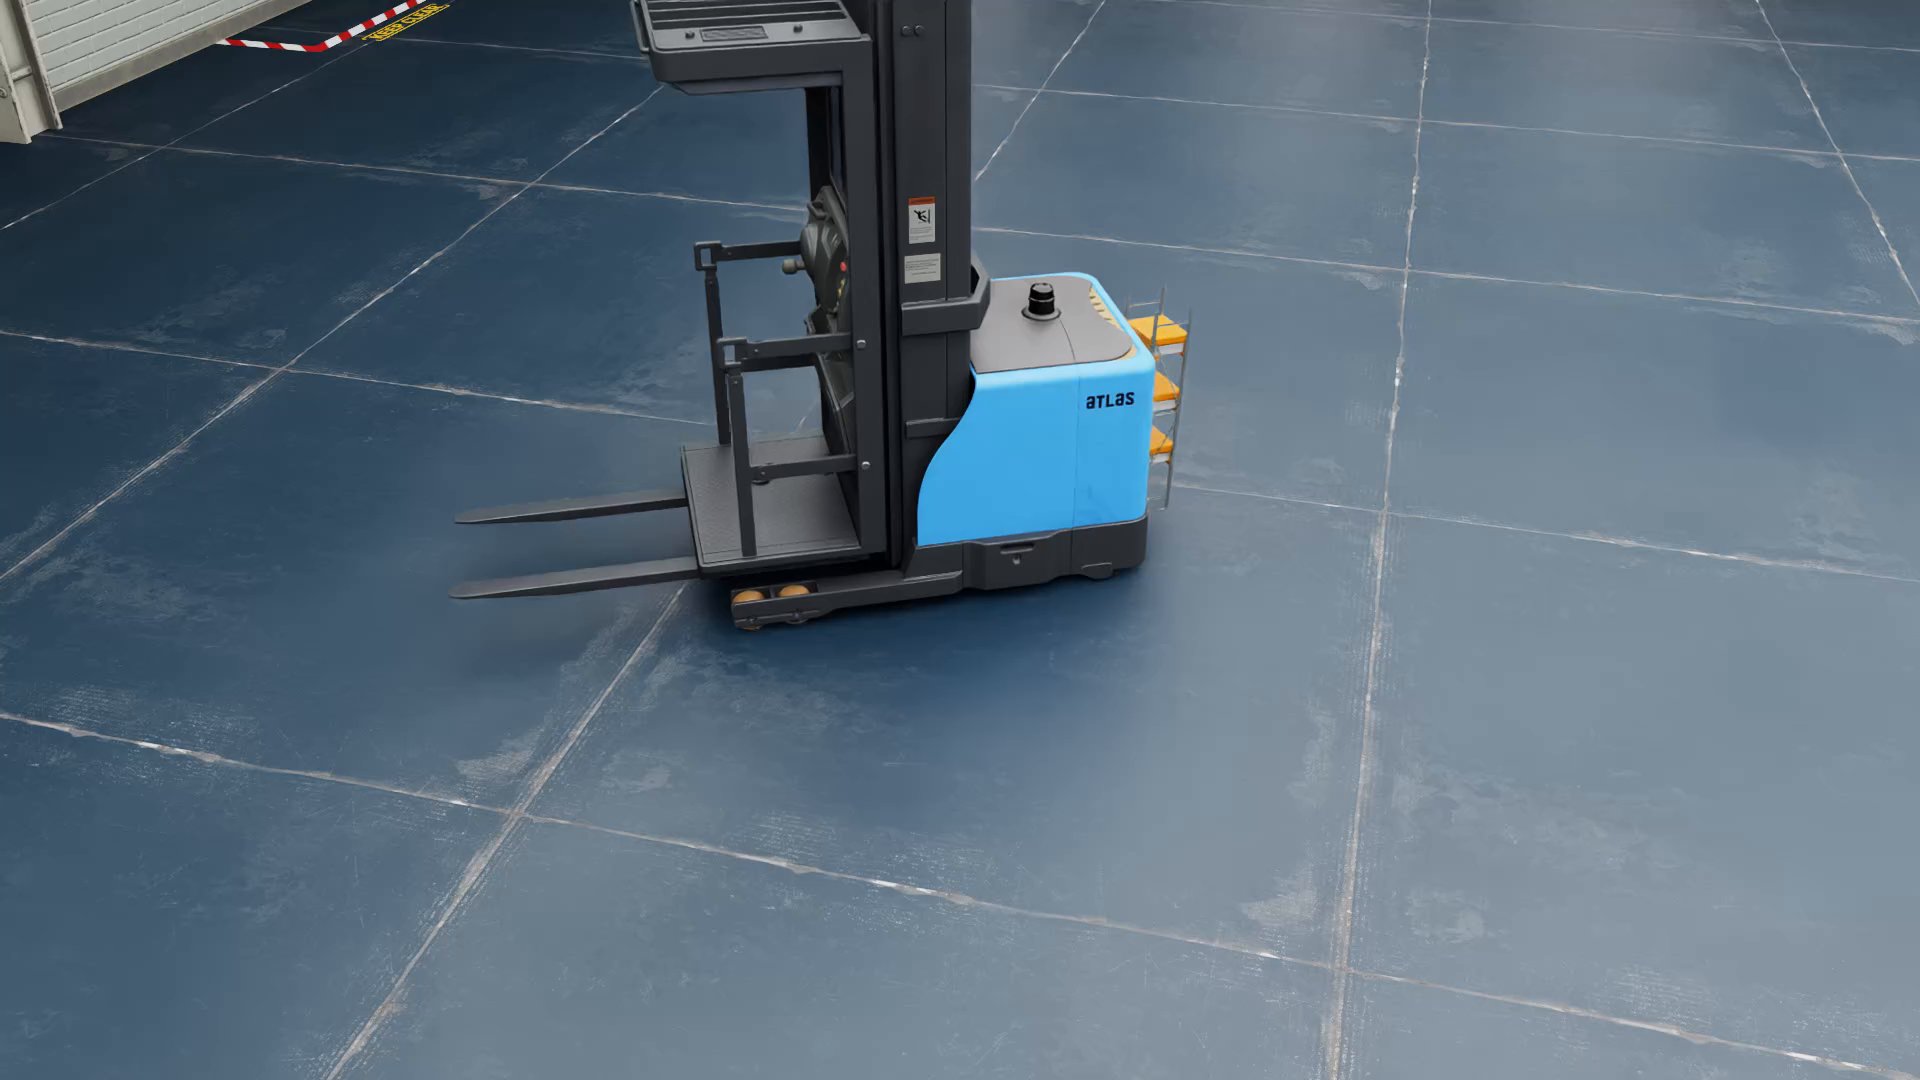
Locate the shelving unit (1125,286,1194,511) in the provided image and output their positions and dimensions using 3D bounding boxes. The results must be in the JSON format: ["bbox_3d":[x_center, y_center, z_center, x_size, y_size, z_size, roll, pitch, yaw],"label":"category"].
[{"bbox_3d":[0.879,-0.639,7.767,0.215,1.050,0.252,-11,34,-23],"label":"shelving unit"}]

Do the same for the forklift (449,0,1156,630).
[{"bbox_3d":[-0.734,-1.163,6.847,3.031,2.935,1.130,-7,33,-11],"label":"forklift"}]

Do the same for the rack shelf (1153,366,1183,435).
[{"bbox_3d":[0.878,-0.630,7.772,0.215,0.259,0.240,-11,34,-23],"label":"rack shelf"}]

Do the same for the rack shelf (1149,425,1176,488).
[{"bbox_3d":[0.865,-0.393,7.916,0.215,0.259,0.240,-11,34,-23],"label":"rack shelf"}]

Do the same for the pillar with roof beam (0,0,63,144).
[{"bbox_3d":[-2.891,-6.288,9.254,9.100,9.000,0.400,8,33,12],"label":"pillar with roof beam"}]

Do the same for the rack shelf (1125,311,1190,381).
[{"bbox_3d":[0.892,-0.873,7.625,0.215,0.259,0.240,-11,34,-23],"label":"rack shelf"}]

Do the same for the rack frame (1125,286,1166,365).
[{"bbox_3d":[0.827,-0.699,7.860,0.200,1.050,0.008,-11,34,-23],"label":"rack frame"}]

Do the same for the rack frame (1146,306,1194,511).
[{"bbox_3d":[0.931,-0.580,7.674,0.200,1.050,0.008,-11,34,-23],"label":"rack frame"}]
